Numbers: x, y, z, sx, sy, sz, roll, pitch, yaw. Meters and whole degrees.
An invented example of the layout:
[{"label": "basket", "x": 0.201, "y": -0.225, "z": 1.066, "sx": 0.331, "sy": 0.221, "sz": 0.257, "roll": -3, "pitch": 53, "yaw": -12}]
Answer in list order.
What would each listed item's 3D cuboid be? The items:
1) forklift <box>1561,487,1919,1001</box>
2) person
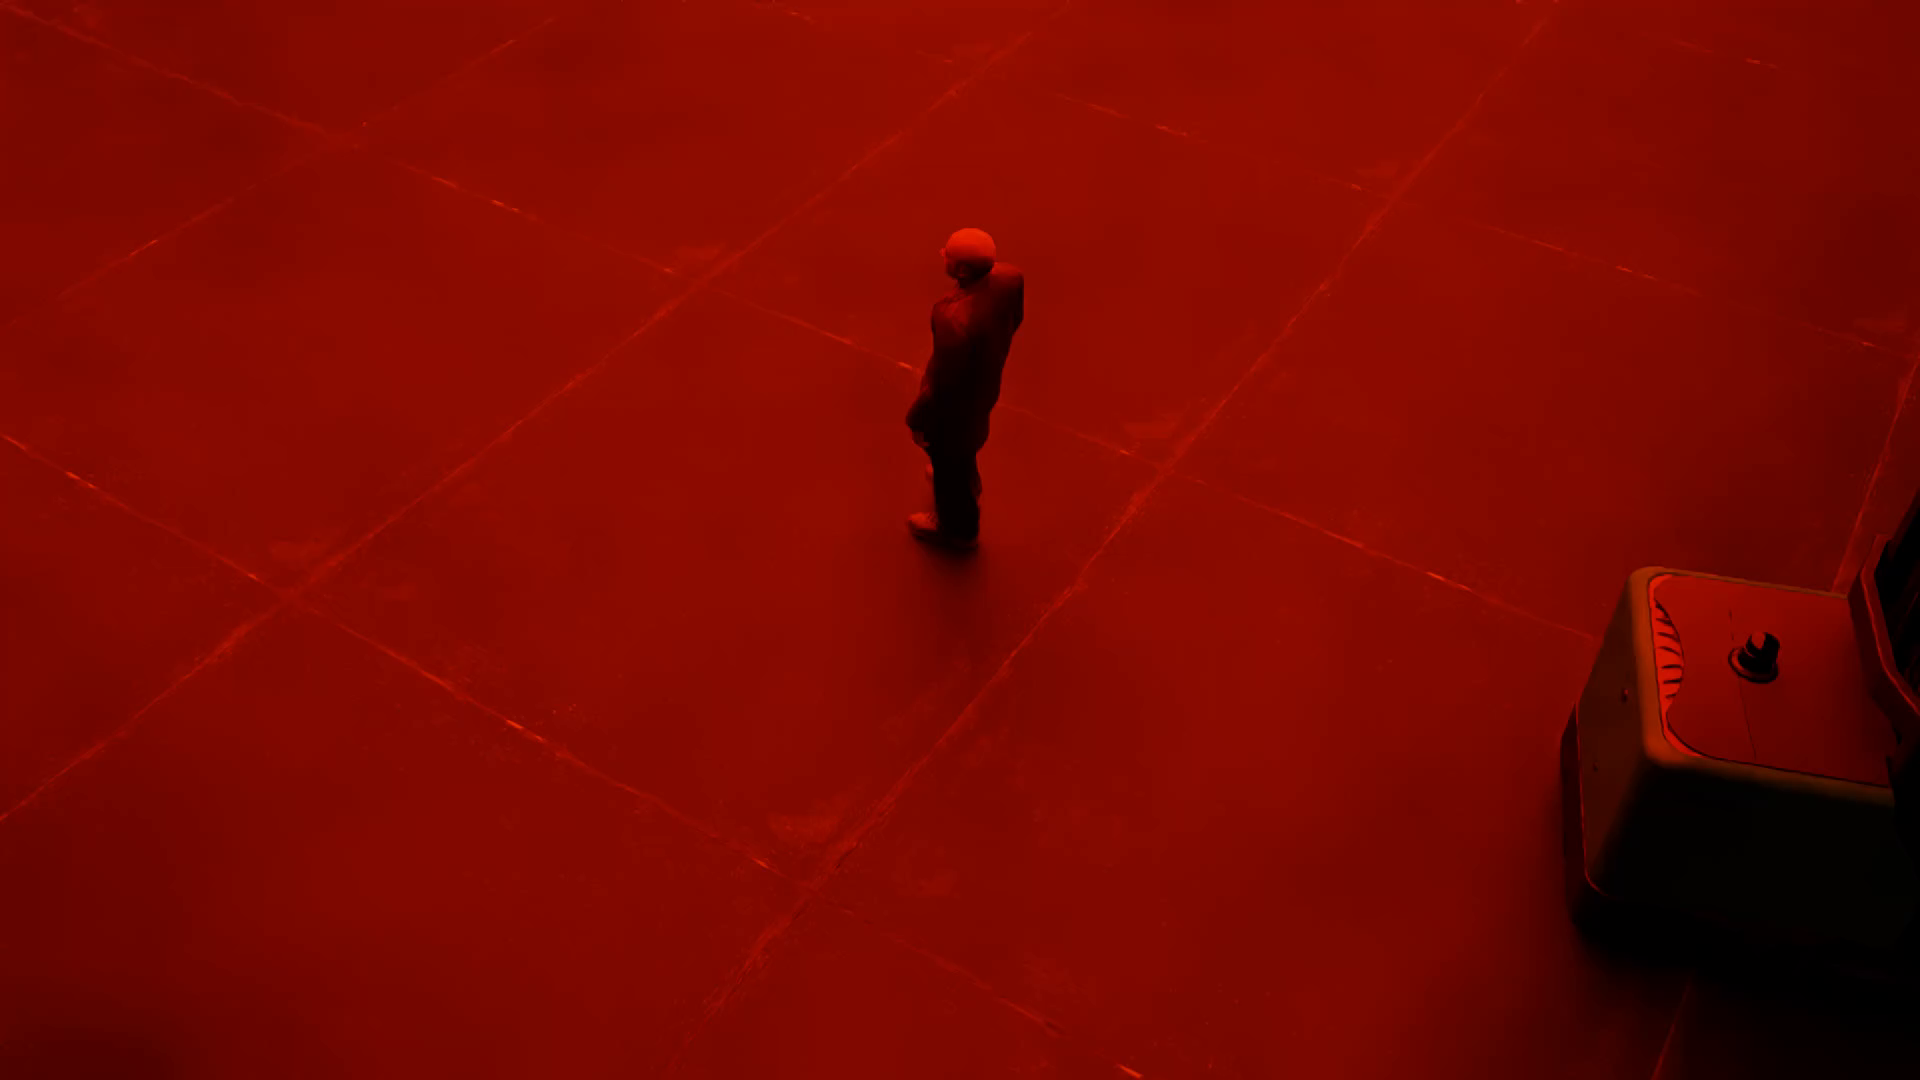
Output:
[{"label": "forklift", "x": 3.908, "y": 0.349, "z": 5.481, "sx": 3.031, "sy": 2.935, "sz": 1.130, "roll": 9, "pitch": 44, "yaw": 9}, {"label": "person", "x": -0.073, "y": -0.687, "z": 7.399, "sx": 0.586, "sy": 1.774, "sz": 0.694, "roll": 24, "pitch": 48, "yaw": 23}]
